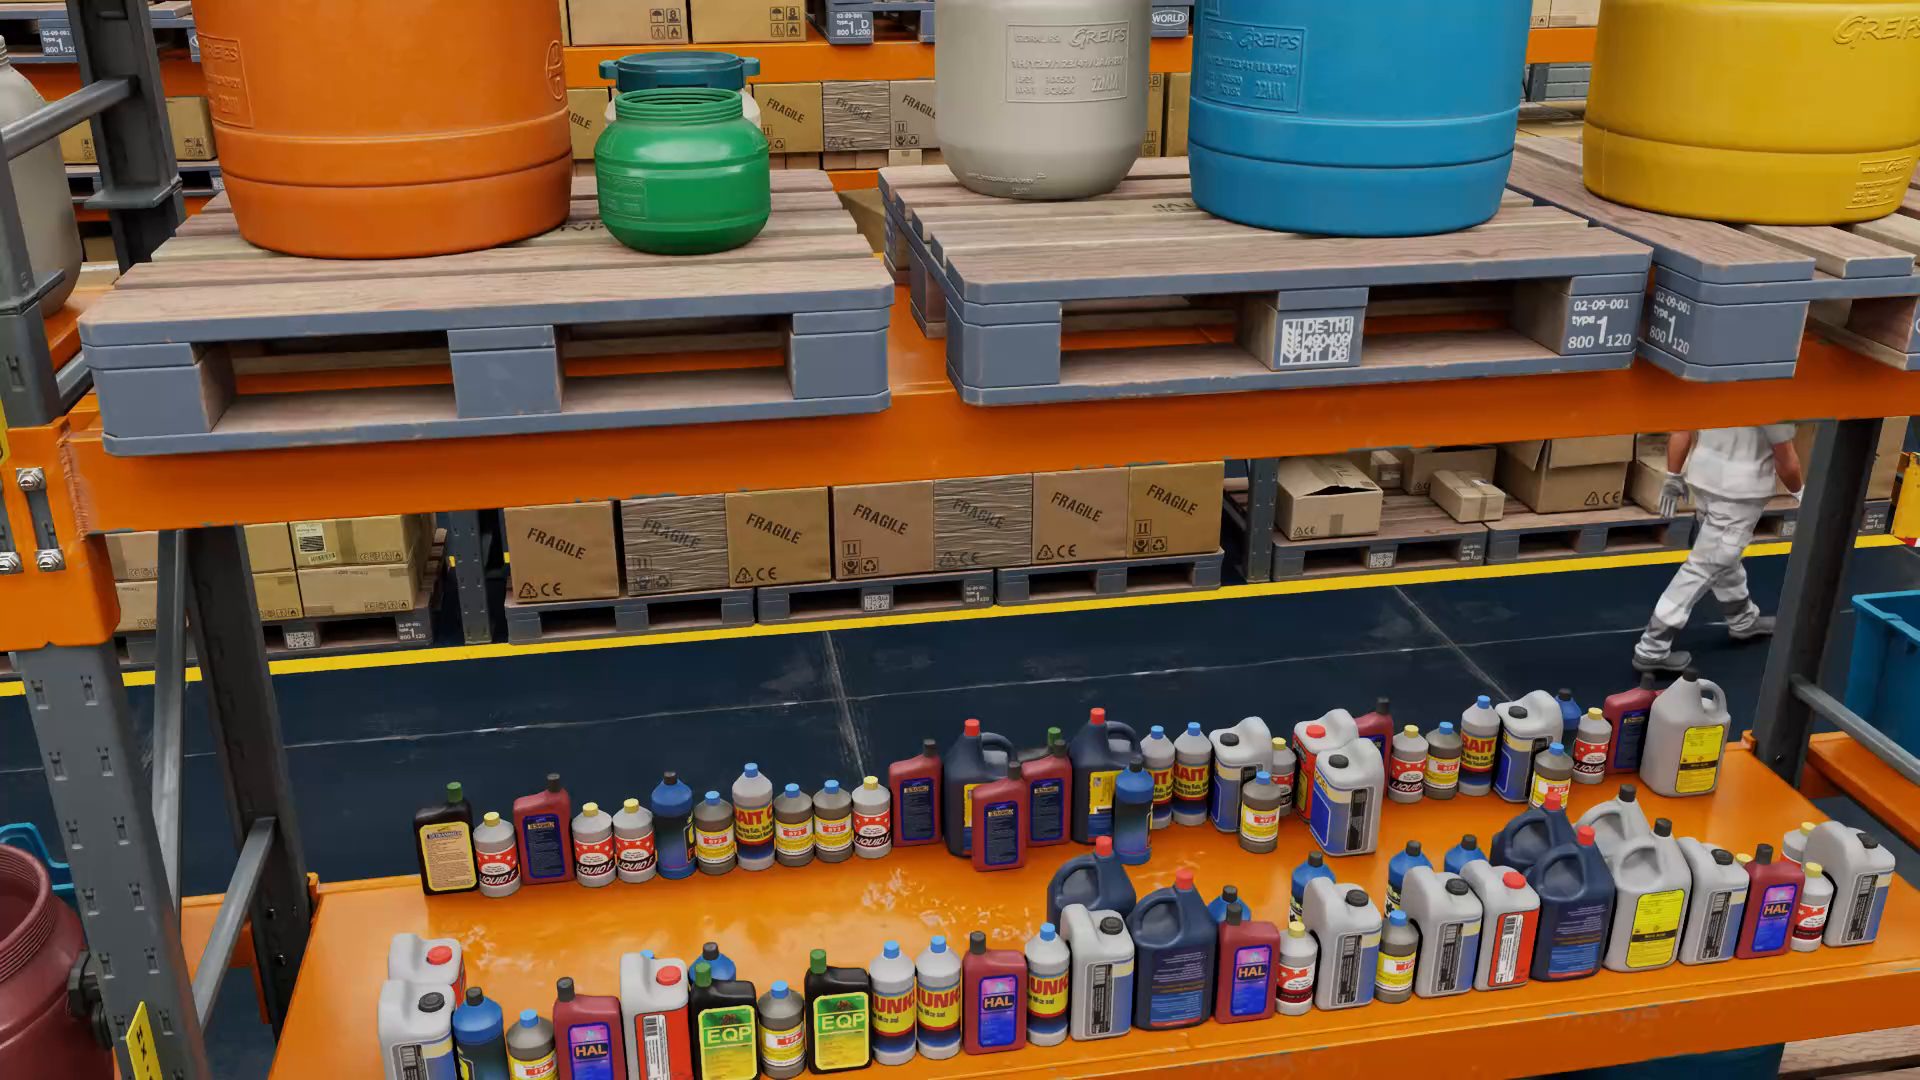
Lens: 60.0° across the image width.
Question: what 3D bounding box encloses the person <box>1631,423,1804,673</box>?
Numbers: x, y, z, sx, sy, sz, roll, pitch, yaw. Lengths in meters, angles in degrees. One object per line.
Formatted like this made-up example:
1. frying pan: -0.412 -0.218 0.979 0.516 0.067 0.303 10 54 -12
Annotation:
1. person: 3.612 -0.251 7.607 0.977 1.731 0.528 -7 24 -15
